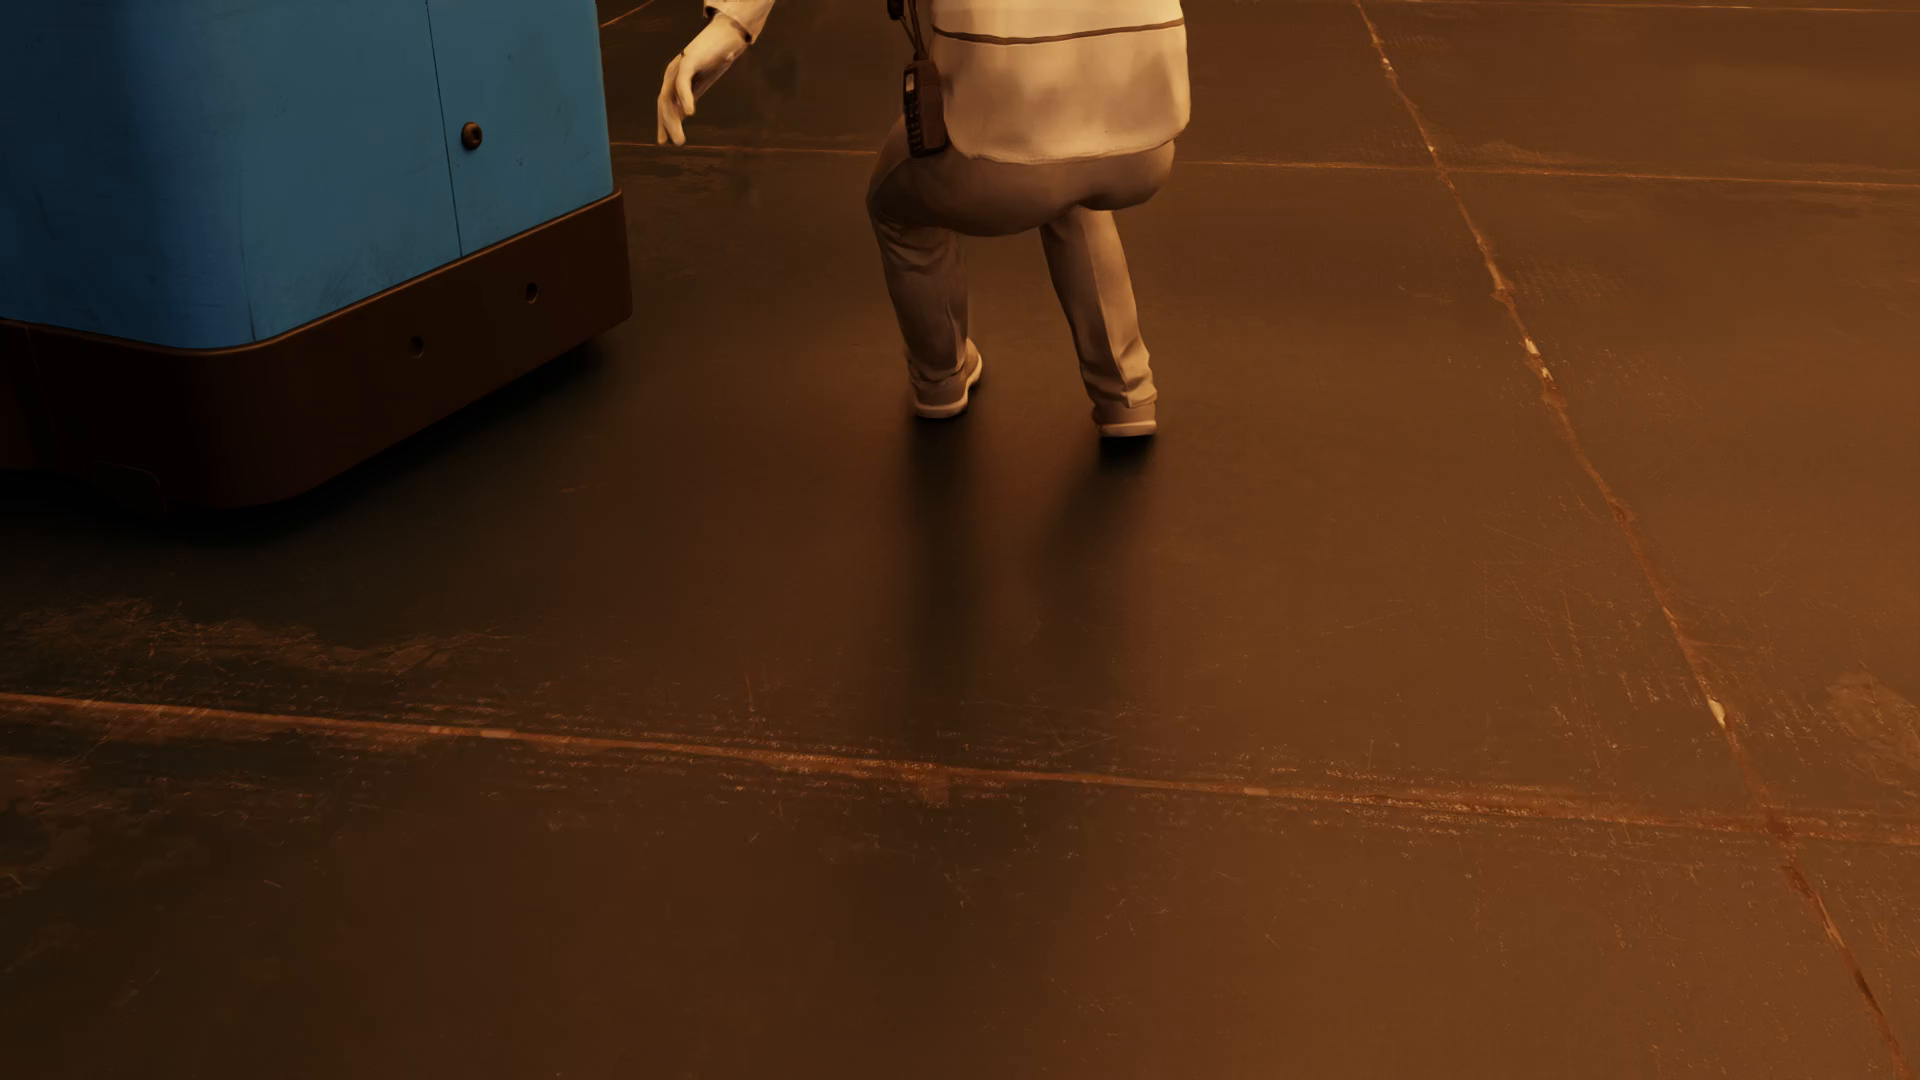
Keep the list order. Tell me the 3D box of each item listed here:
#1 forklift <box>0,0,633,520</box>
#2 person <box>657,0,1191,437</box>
[{"bbox_3d":[-2.198,-1.760,2.744,3.031,2.935,1.130,11,28,21],"label":"forklift"},{"bbox_3d":[-0.063,-0.679,2.393,0.995,1.416,0.900,-12,29,-22],"label":"person"}]
